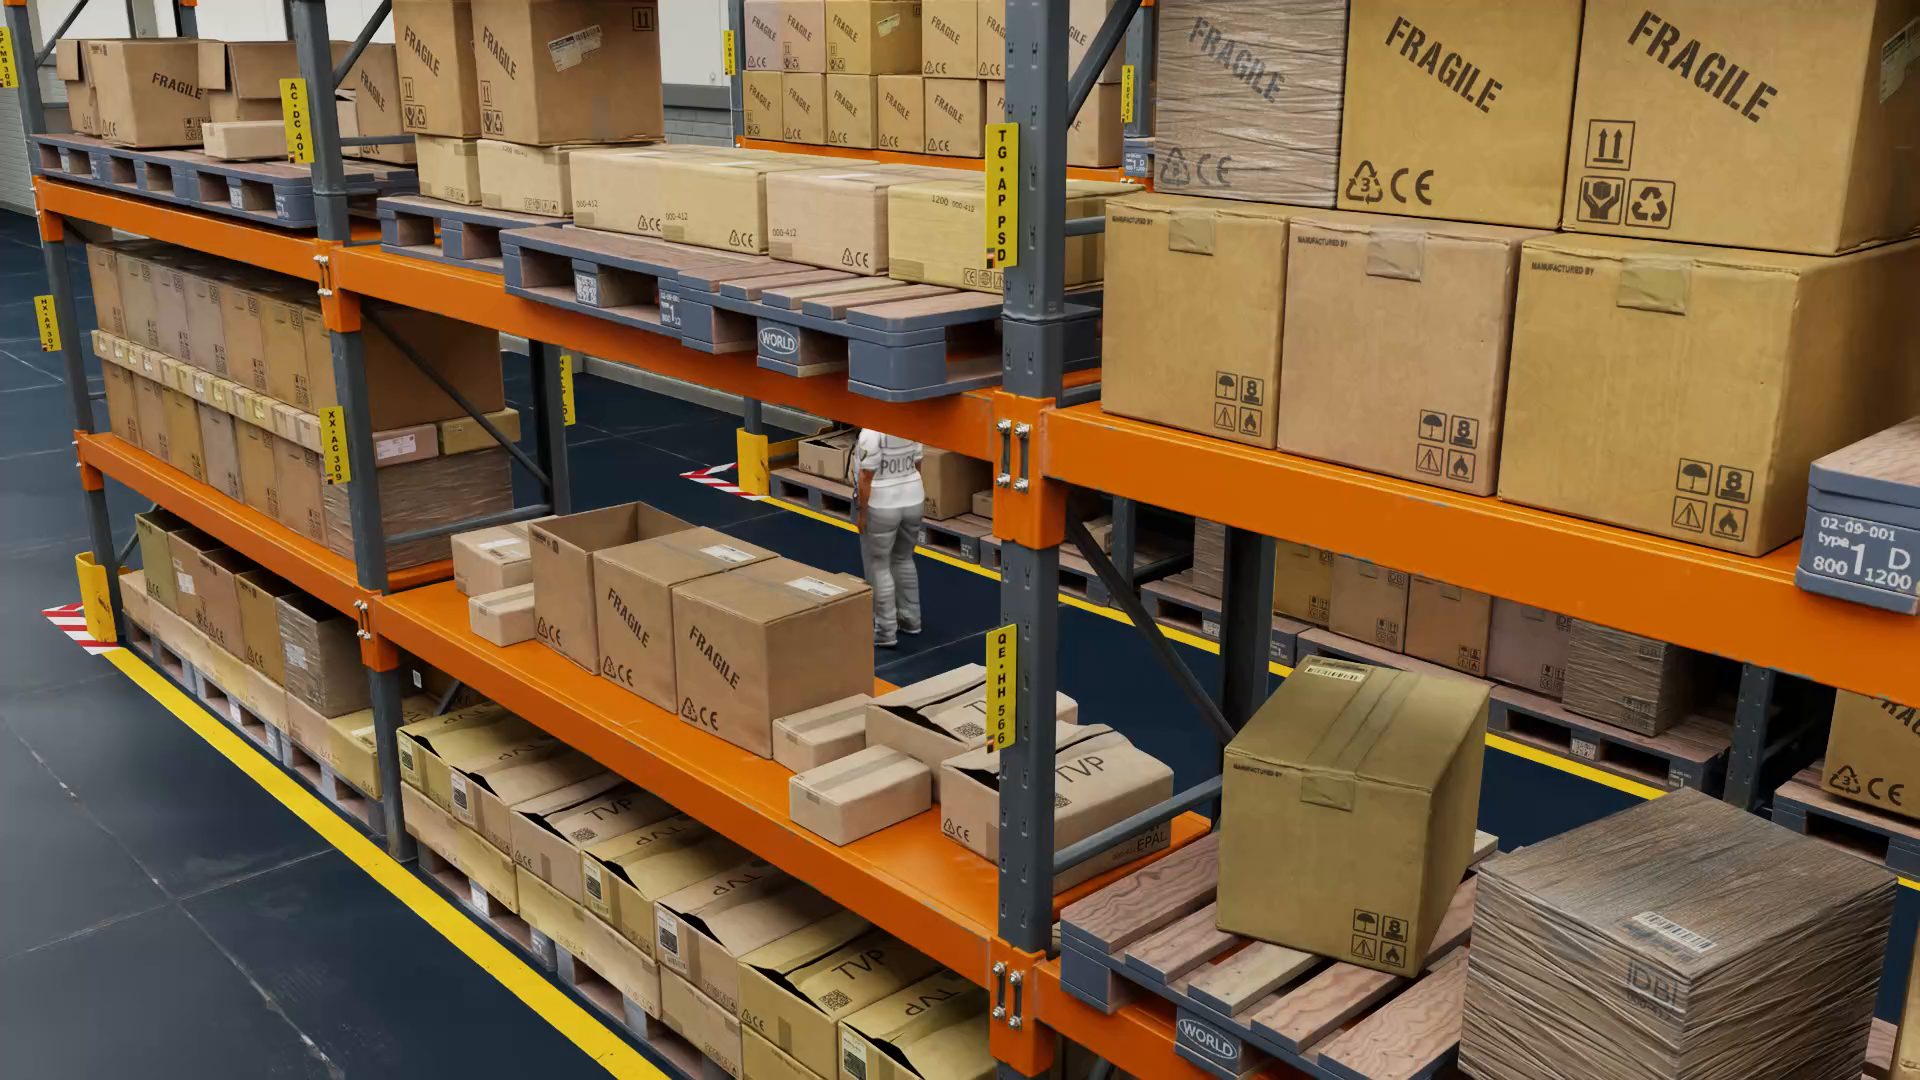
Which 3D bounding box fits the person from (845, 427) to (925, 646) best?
[{"bbox_3d":[-0.448,-0.179,10.154,0.466,1.679,0.390,-15,23,-40],"label":"person"}]
